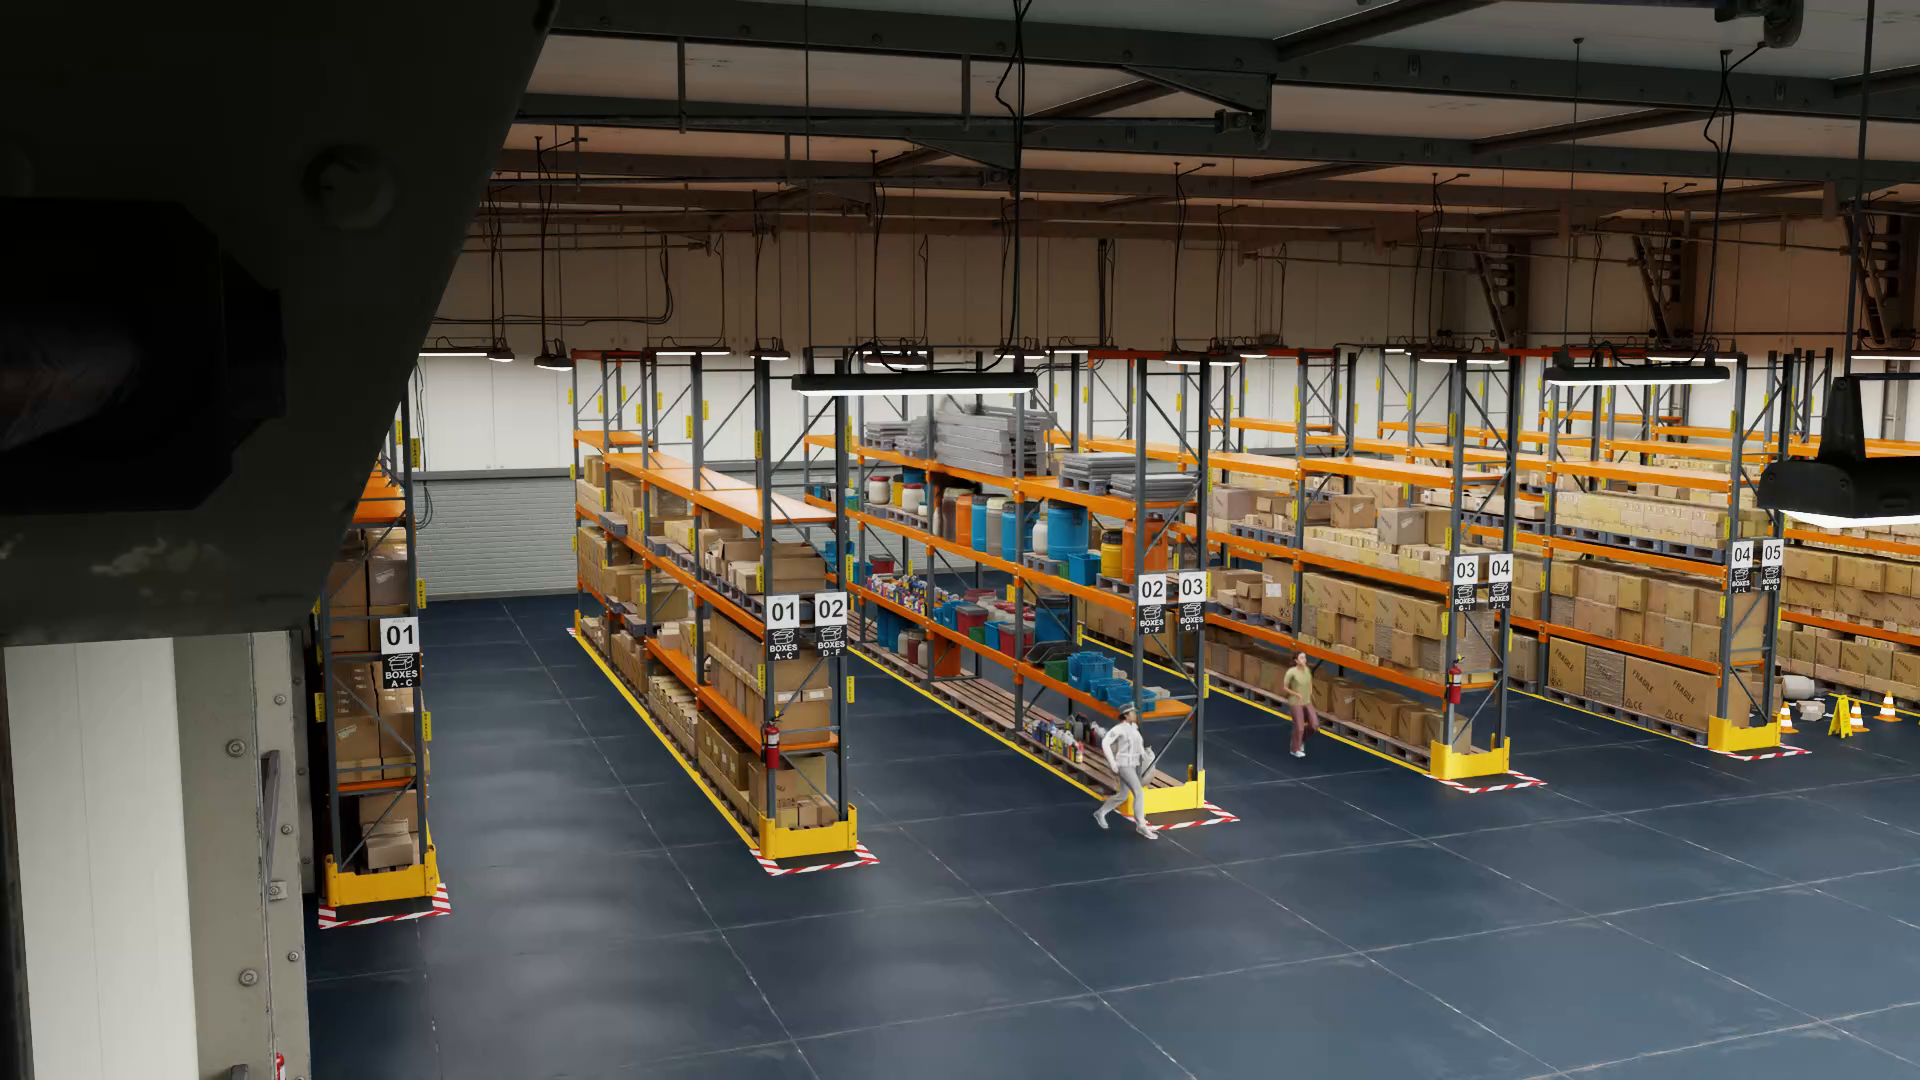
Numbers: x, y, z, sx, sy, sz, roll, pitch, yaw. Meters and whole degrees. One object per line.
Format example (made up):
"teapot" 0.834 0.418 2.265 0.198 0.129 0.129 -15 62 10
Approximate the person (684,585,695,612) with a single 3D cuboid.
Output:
"person" -5.708 1.199 34.897 0.599 1.647 0.593 -4 8 -32

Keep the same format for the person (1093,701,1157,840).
"person" 2.139 2.881 21.075 0.887 1.686 0.616 4 8 29

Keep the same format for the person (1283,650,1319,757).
"person" 5.087 2.443 24.772 0.556 1.626 0.520 -3 8 -23

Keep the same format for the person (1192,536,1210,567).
"person" 5.382 0.732 37.905 0.655 1.774 0.844 -2 7 -12
